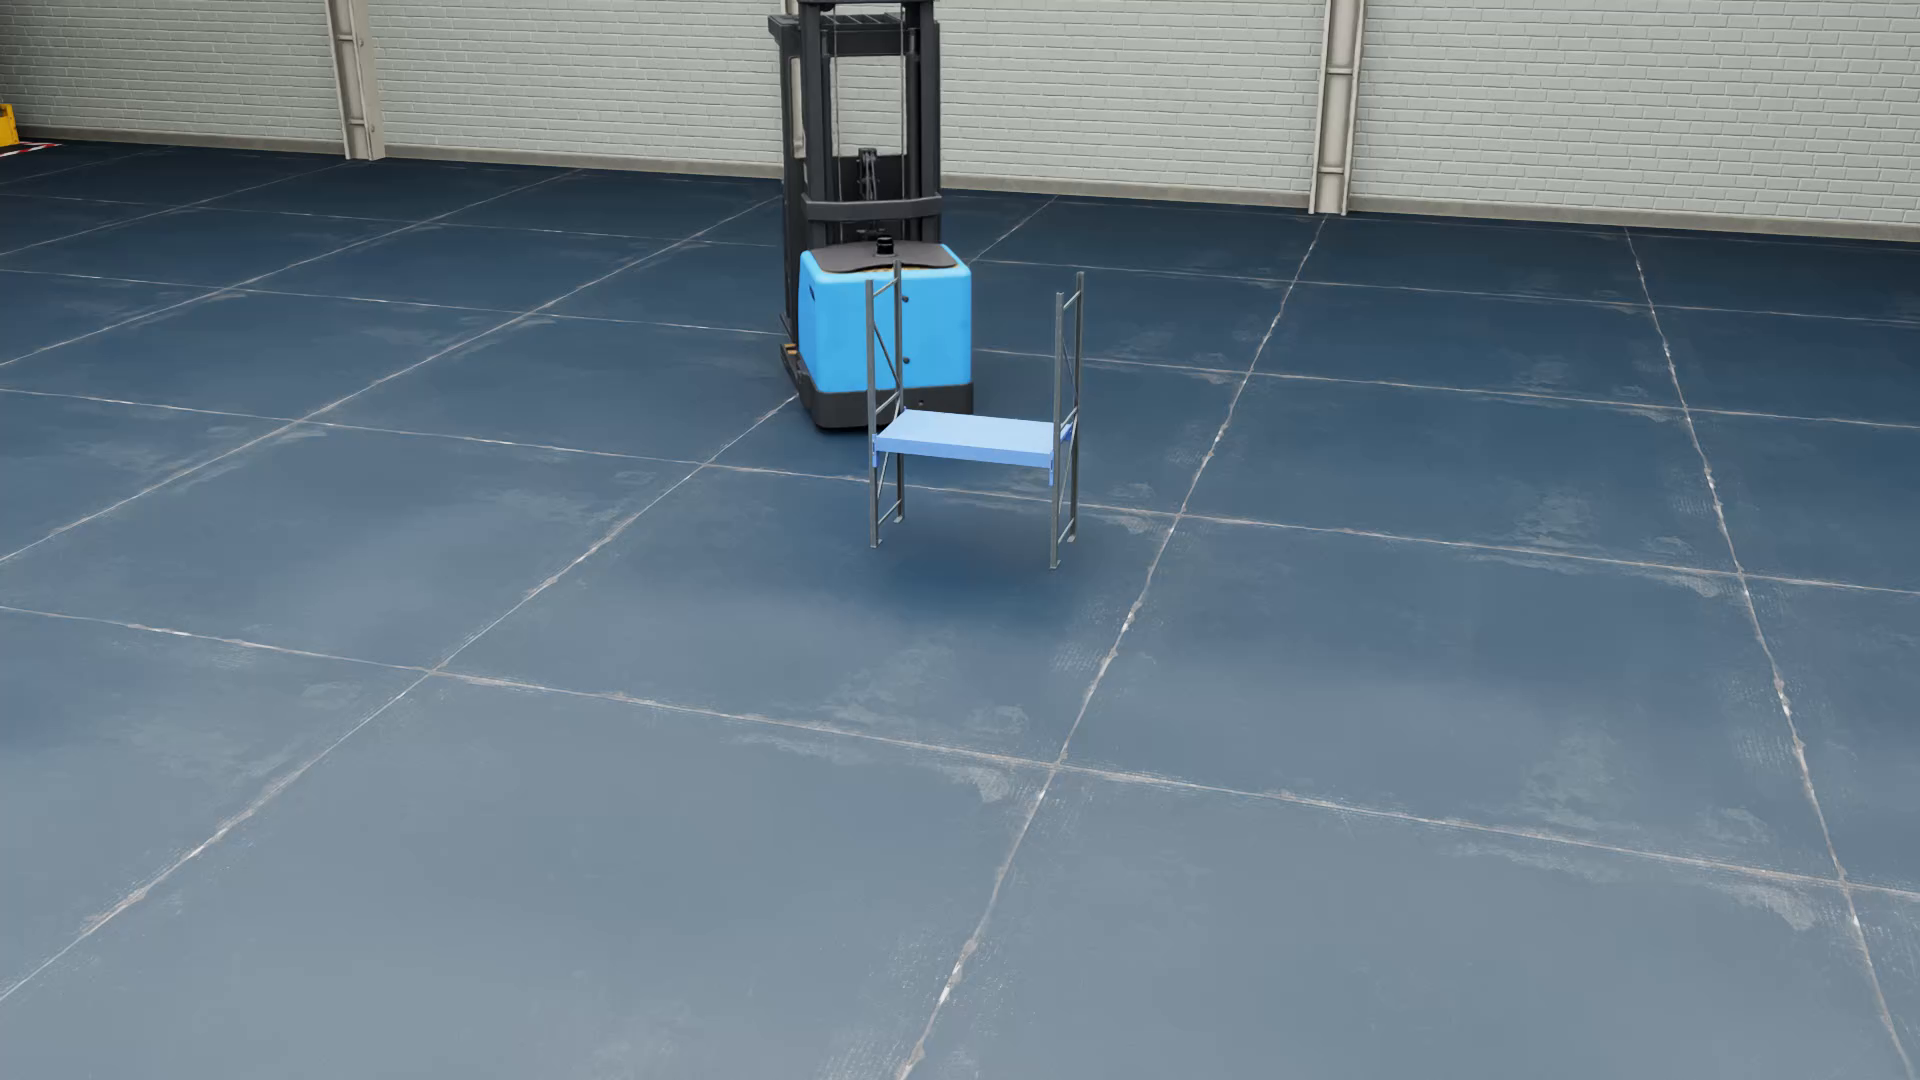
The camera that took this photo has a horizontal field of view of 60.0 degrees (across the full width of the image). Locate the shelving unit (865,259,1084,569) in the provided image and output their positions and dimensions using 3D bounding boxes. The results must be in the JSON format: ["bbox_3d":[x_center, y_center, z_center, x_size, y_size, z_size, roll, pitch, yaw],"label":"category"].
[{"bbox_3d":[0.082,-0.685,8.963,1.048,1.500,0.538,7,23,16],"label":"shelving unit"}]

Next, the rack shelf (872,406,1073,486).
[{"bbox_3d":[0.082,-0.518,9.031,1.000,0.185,0.538,7,23,16],"label":"rack shelf"}]

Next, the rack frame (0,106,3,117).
[{"bbox_3d":[-12.864,-6.488,21.135,0.127,3.000,1.000,7,23,16],"label":"rack frame"}]

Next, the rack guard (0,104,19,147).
[{"bbox_3d":[-12.841,-5.329,21.603,0.348,0.500,1.175,7,23,16],"label":"rack guard"}]

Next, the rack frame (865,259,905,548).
[{"bbox_3d":[-0.405,-0.740,9.098,0.032,1.500,0.500,7,23,16],"label":"rack frame"}]

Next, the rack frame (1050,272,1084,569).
[{"bbox_3d":[0.568,-0.629,8.827,0.032,1.500,0.500,7,23,16],"label":"rack frame"}]

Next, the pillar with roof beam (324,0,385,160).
[{"bbox_3d":[-8.770,-7.446,15.565,0.400,9.000,9.100,7,23,16],"label":"pillar with roof beam"}]

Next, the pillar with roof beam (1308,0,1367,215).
[{"bbox_3d":[2.719,-6.130,12.358,0.400,9.000,9.100,7,23,16],"label":"pillar with roof beam"}]

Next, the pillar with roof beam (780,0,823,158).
[{"bbox_3d":[-3.026,-6.788,13.961,0.400,9.000,9.100,7,23,16],"label":"pillar with roof beam"}]

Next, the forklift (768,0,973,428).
[{"bbox_3d":[-0.729,-2.615,11.784,1.130,2.935,3.031,-5,23,-11],"label":"forklift"}]
